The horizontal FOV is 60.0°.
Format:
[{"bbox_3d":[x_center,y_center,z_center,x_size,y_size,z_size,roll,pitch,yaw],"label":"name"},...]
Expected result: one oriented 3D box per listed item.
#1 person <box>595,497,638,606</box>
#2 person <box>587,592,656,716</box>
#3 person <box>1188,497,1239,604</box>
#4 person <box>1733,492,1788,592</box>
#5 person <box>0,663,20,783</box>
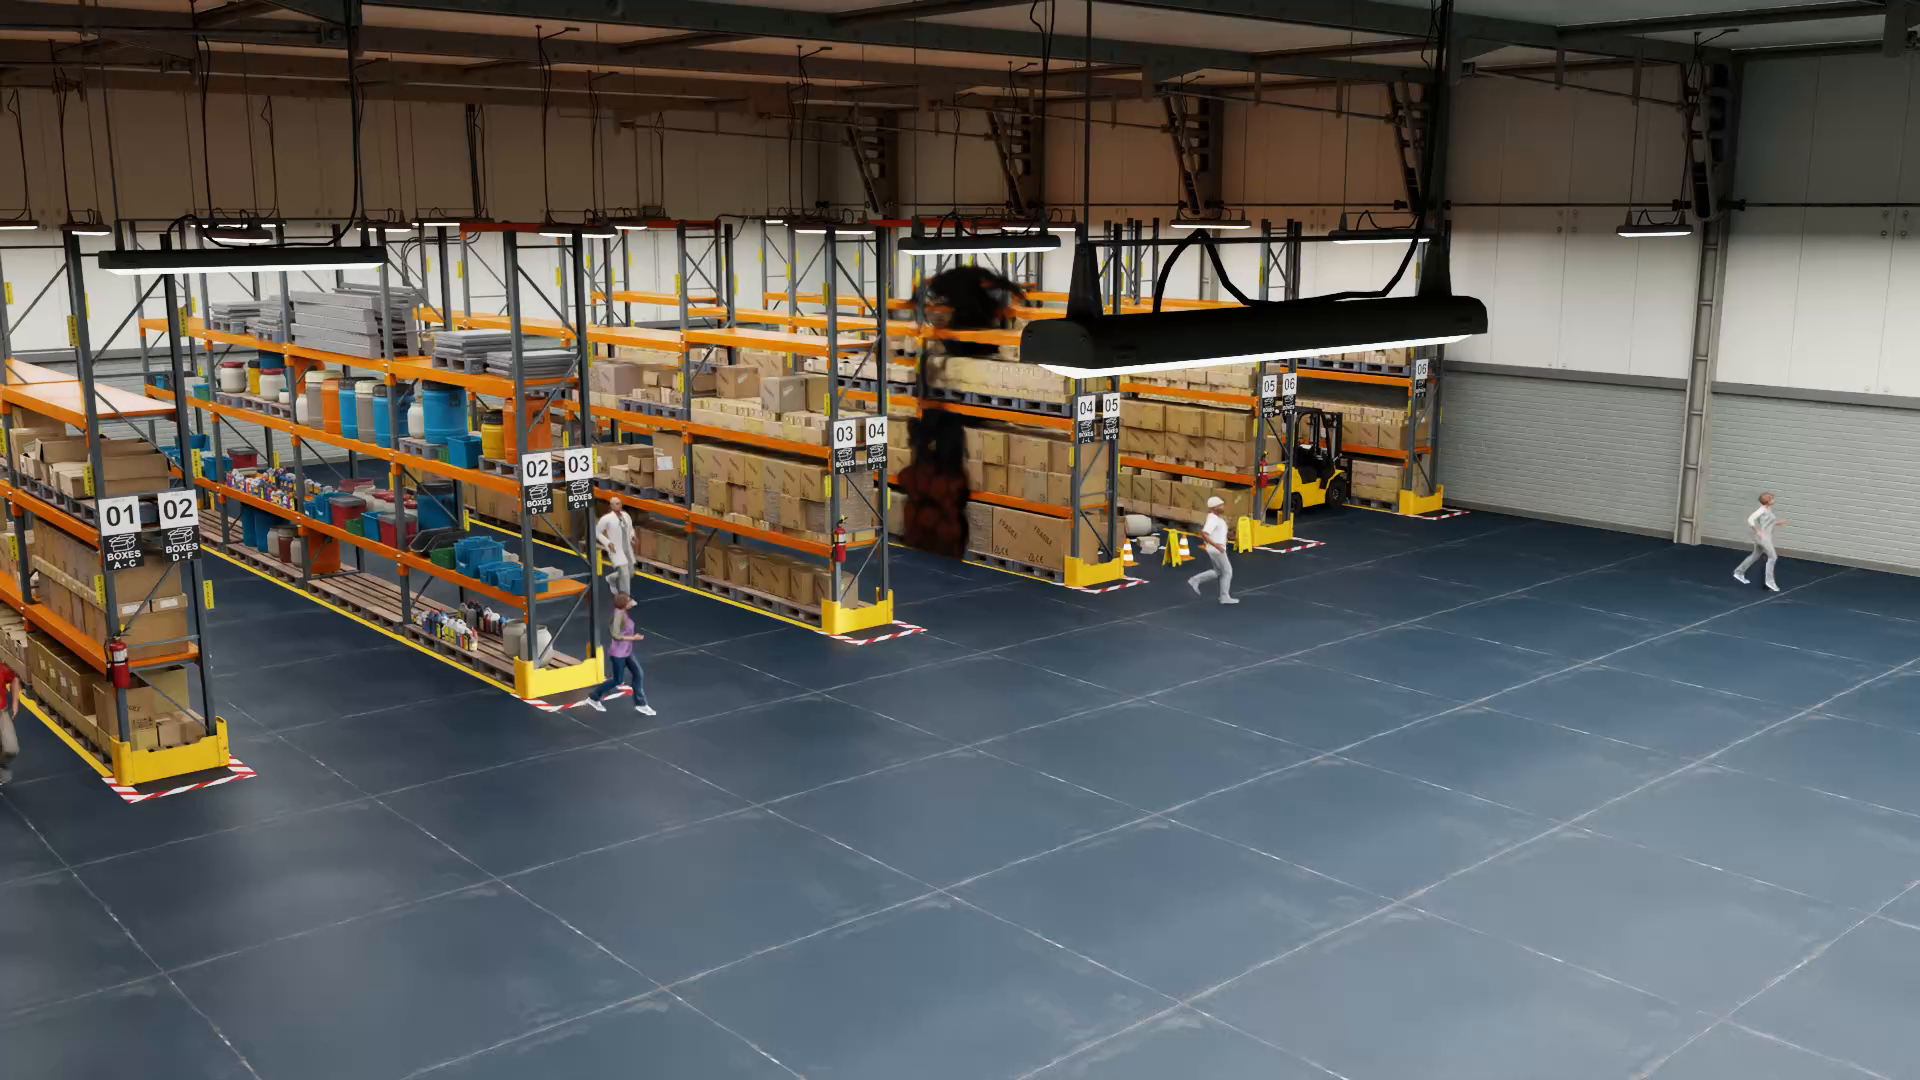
[{"bbox_3d":[-5.484,0.143,26.604,0.817,1.653,0.715,9,15,38],"label":"person"},{"bbox_3d":[-4.242,1.436,20.744,0.827,1.610,0.576,0,11,0],"label":"person"},{"bbox_3d":[4.087,0.164,26.683,0.838,1.735,0.714,2,12,10],"label":"person"},{"bbox_3d":[13.351,0.013,27.715,0.742,1.641,0.497,5,13,25],"label":"person"},{"bbox_3d":[-10.465,1.956,17.954,0.512,1.683,0.730,11,16,43],"label":"person"}]
